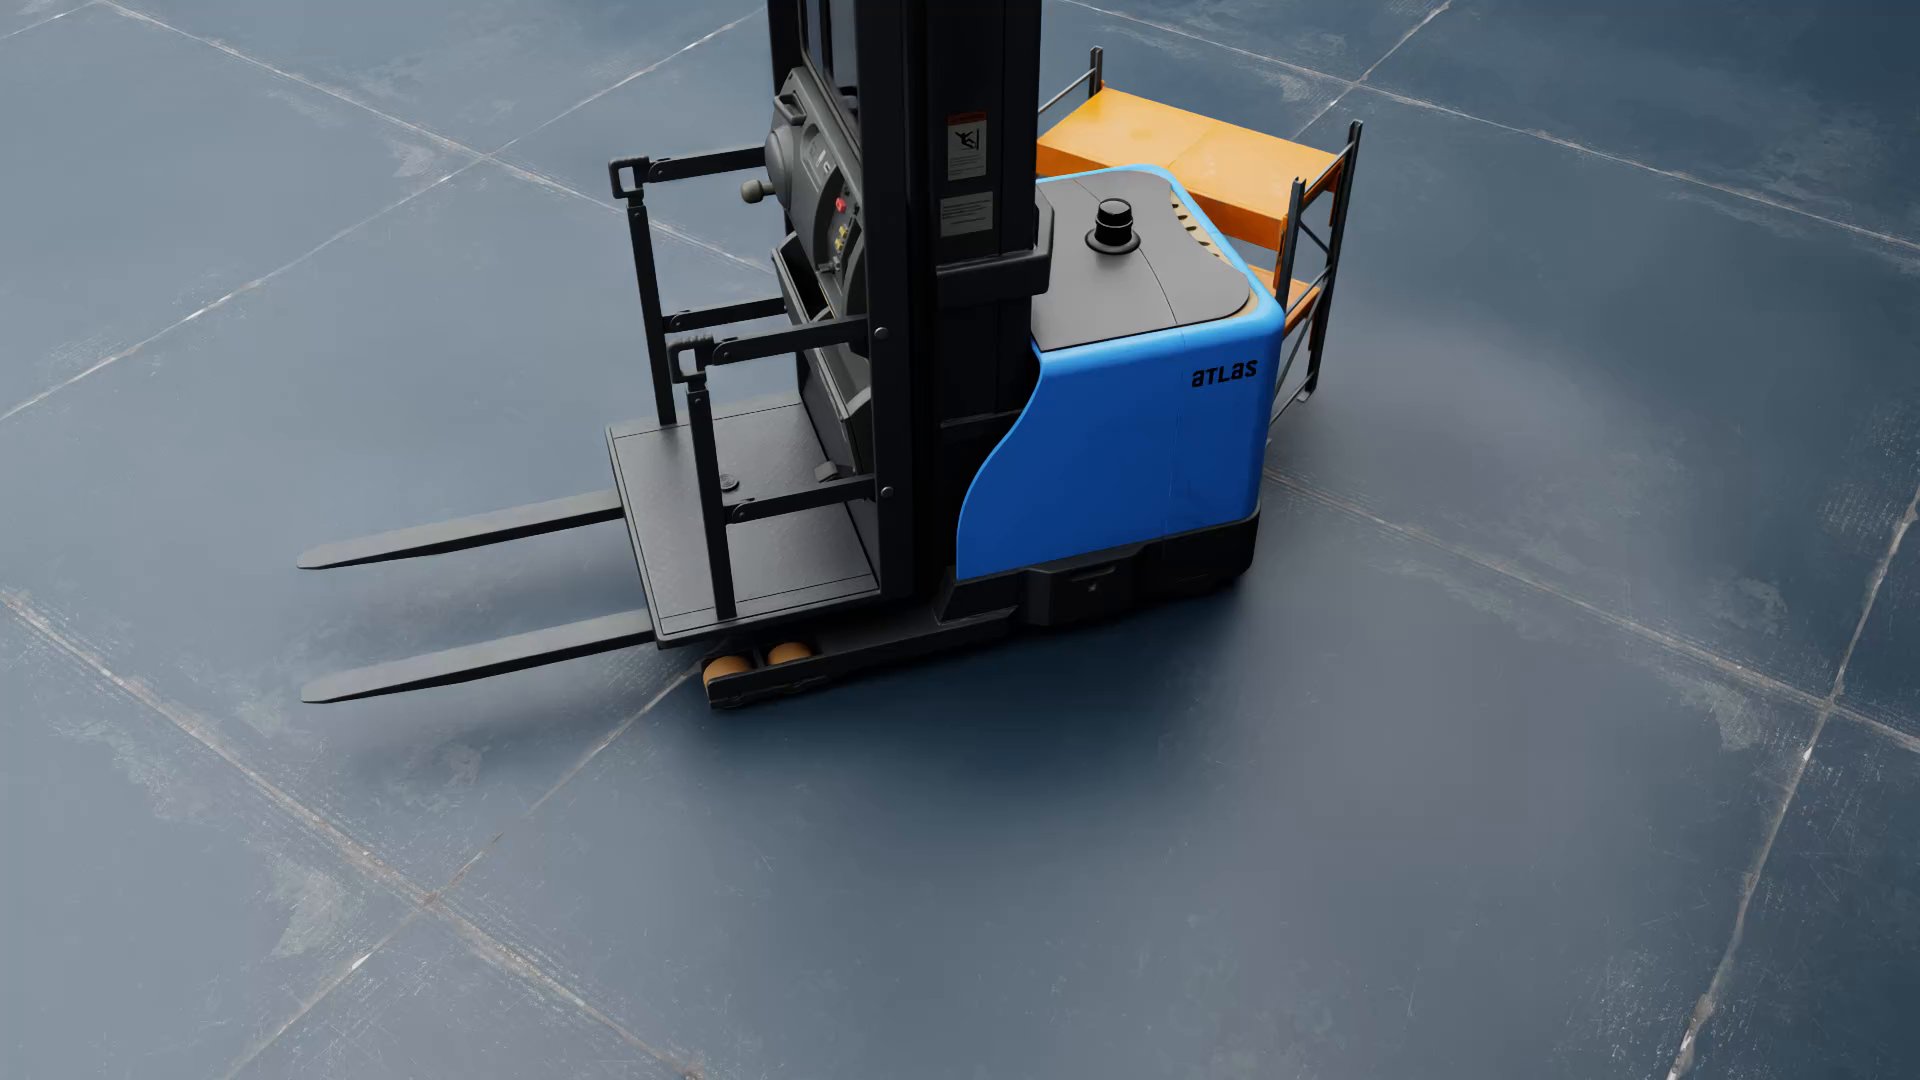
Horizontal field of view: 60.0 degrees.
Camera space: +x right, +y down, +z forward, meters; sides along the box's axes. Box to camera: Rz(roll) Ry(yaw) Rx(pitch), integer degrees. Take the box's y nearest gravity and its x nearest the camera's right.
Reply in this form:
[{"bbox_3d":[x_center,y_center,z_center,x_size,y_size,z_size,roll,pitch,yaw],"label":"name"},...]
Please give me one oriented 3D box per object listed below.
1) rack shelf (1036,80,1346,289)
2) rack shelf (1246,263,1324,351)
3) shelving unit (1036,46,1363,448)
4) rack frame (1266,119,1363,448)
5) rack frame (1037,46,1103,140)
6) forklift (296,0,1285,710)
[{"bbox_3d":[0.797,-1.276,5.894,1.000,0.278,0.538,24,47,24],"label":"rack shelf"},{"bbox_3d":[0.797,-0.876,6.252,1.000,0.278,0.538,24,47,24],"label":"rack shelf"},{"bbox_3d":[0.797,-1.058,6.089,1.048,1.125,0.538,24,47,24],"label":"shelving unit"},{"bbox_3d":[1.221,-0.871,5.880,0.032,1.125,0.500,24,47,24],"label":"rack frame"},{"bbox_3d":[0.373,-1.245,6.298,0.032,1.125,0.500,24,47,24],"label":"rack frame"},{"bbox_3d":[-0.593,-0.967,4.633,3.031,2.935,1.130,-12,43,-13],"label":"forklift"}]
